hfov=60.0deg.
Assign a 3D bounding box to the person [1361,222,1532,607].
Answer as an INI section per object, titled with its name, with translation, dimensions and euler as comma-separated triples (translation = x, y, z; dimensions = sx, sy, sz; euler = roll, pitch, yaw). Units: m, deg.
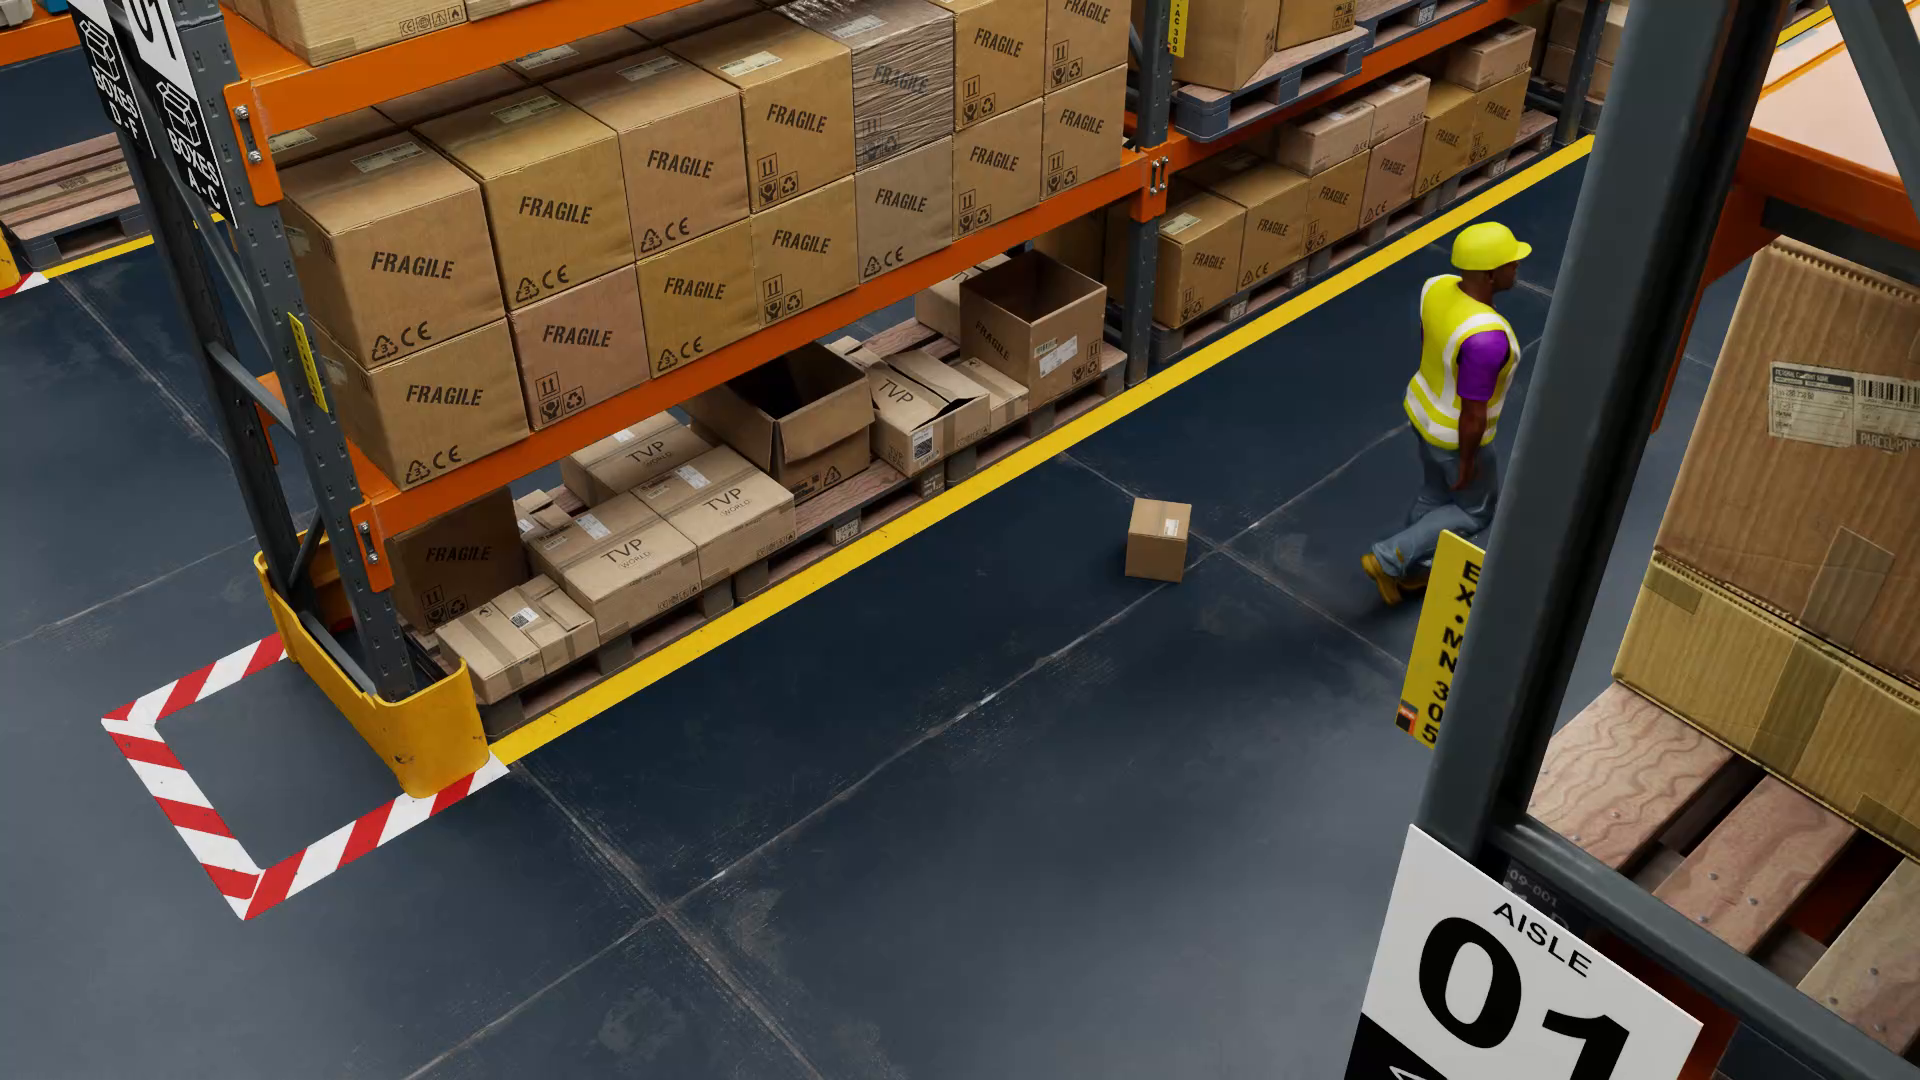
[person]
translation = 1.932, -0.469, 6.669
dimensions = 0.550, 1.755, 0.564
euler = -7, 40, -8
